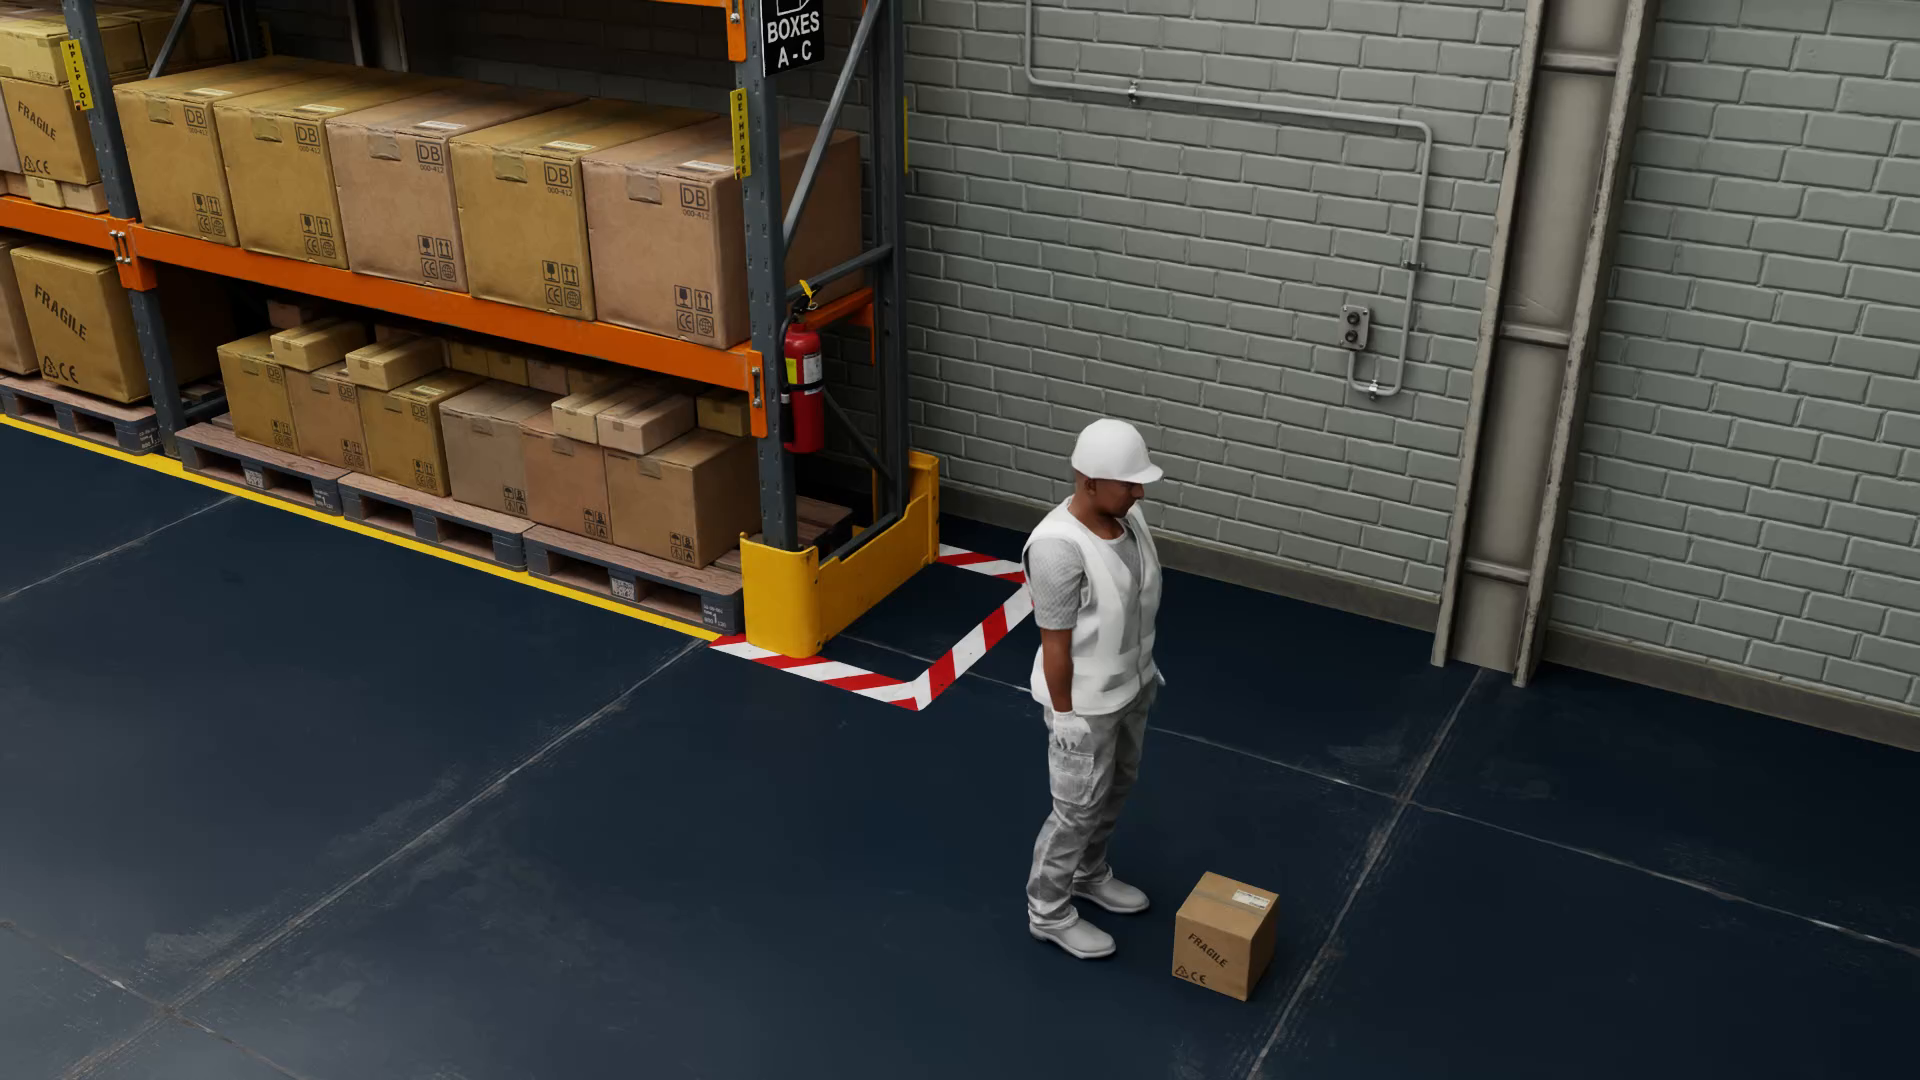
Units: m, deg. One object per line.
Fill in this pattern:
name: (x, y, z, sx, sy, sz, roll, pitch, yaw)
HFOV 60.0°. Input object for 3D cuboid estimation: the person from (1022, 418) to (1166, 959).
person: (0.423, 0.455, 5.178, 0.361, 1.776, 0.548, 15, 30, 27)
